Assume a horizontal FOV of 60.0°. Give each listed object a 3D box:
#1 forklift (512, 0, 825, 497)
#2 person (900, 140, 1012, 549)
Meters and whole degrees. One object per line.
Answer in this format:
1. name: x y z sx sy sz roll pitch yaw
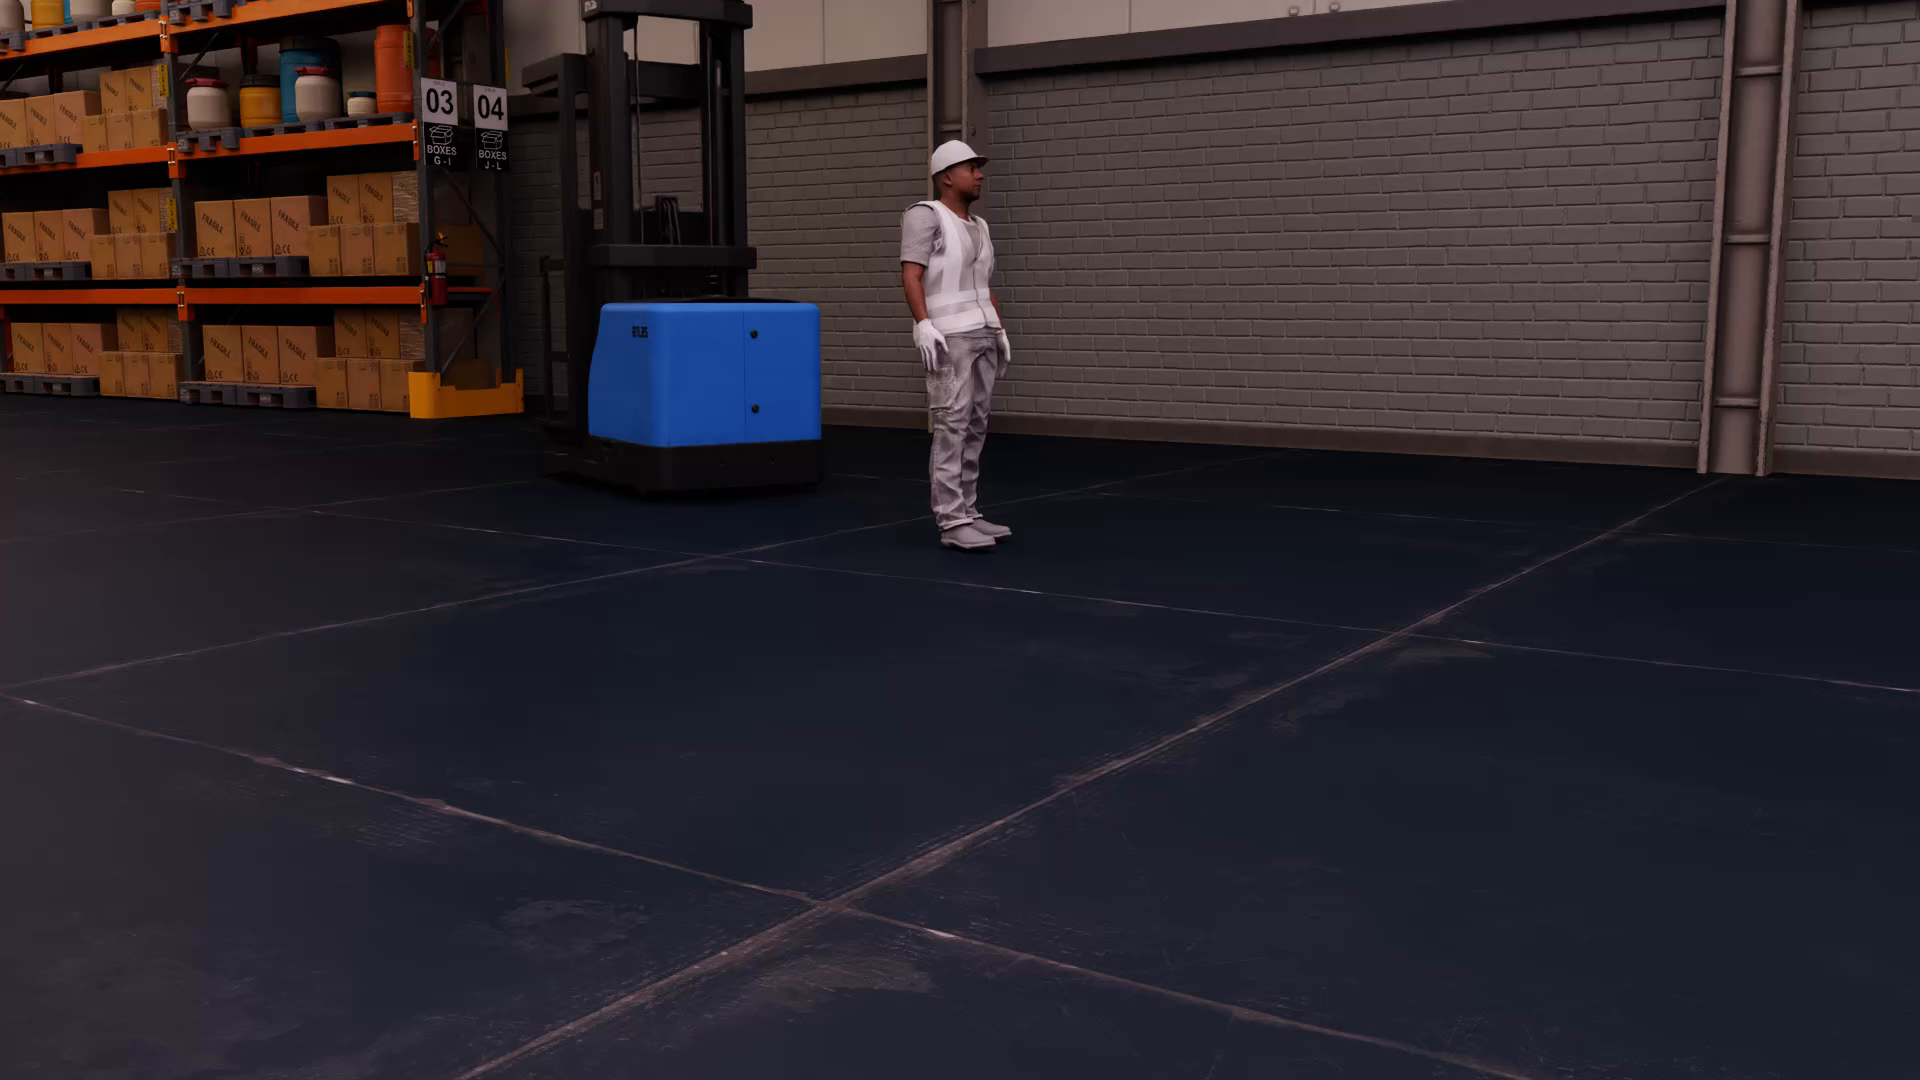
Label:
1. forklift: -1.988 -1.853 10.220 1.130 2.935 3.031 -5 10 -32
2. person: 0.055 -0.884 7.430 0.575 1.785 0.657 5 10 34
